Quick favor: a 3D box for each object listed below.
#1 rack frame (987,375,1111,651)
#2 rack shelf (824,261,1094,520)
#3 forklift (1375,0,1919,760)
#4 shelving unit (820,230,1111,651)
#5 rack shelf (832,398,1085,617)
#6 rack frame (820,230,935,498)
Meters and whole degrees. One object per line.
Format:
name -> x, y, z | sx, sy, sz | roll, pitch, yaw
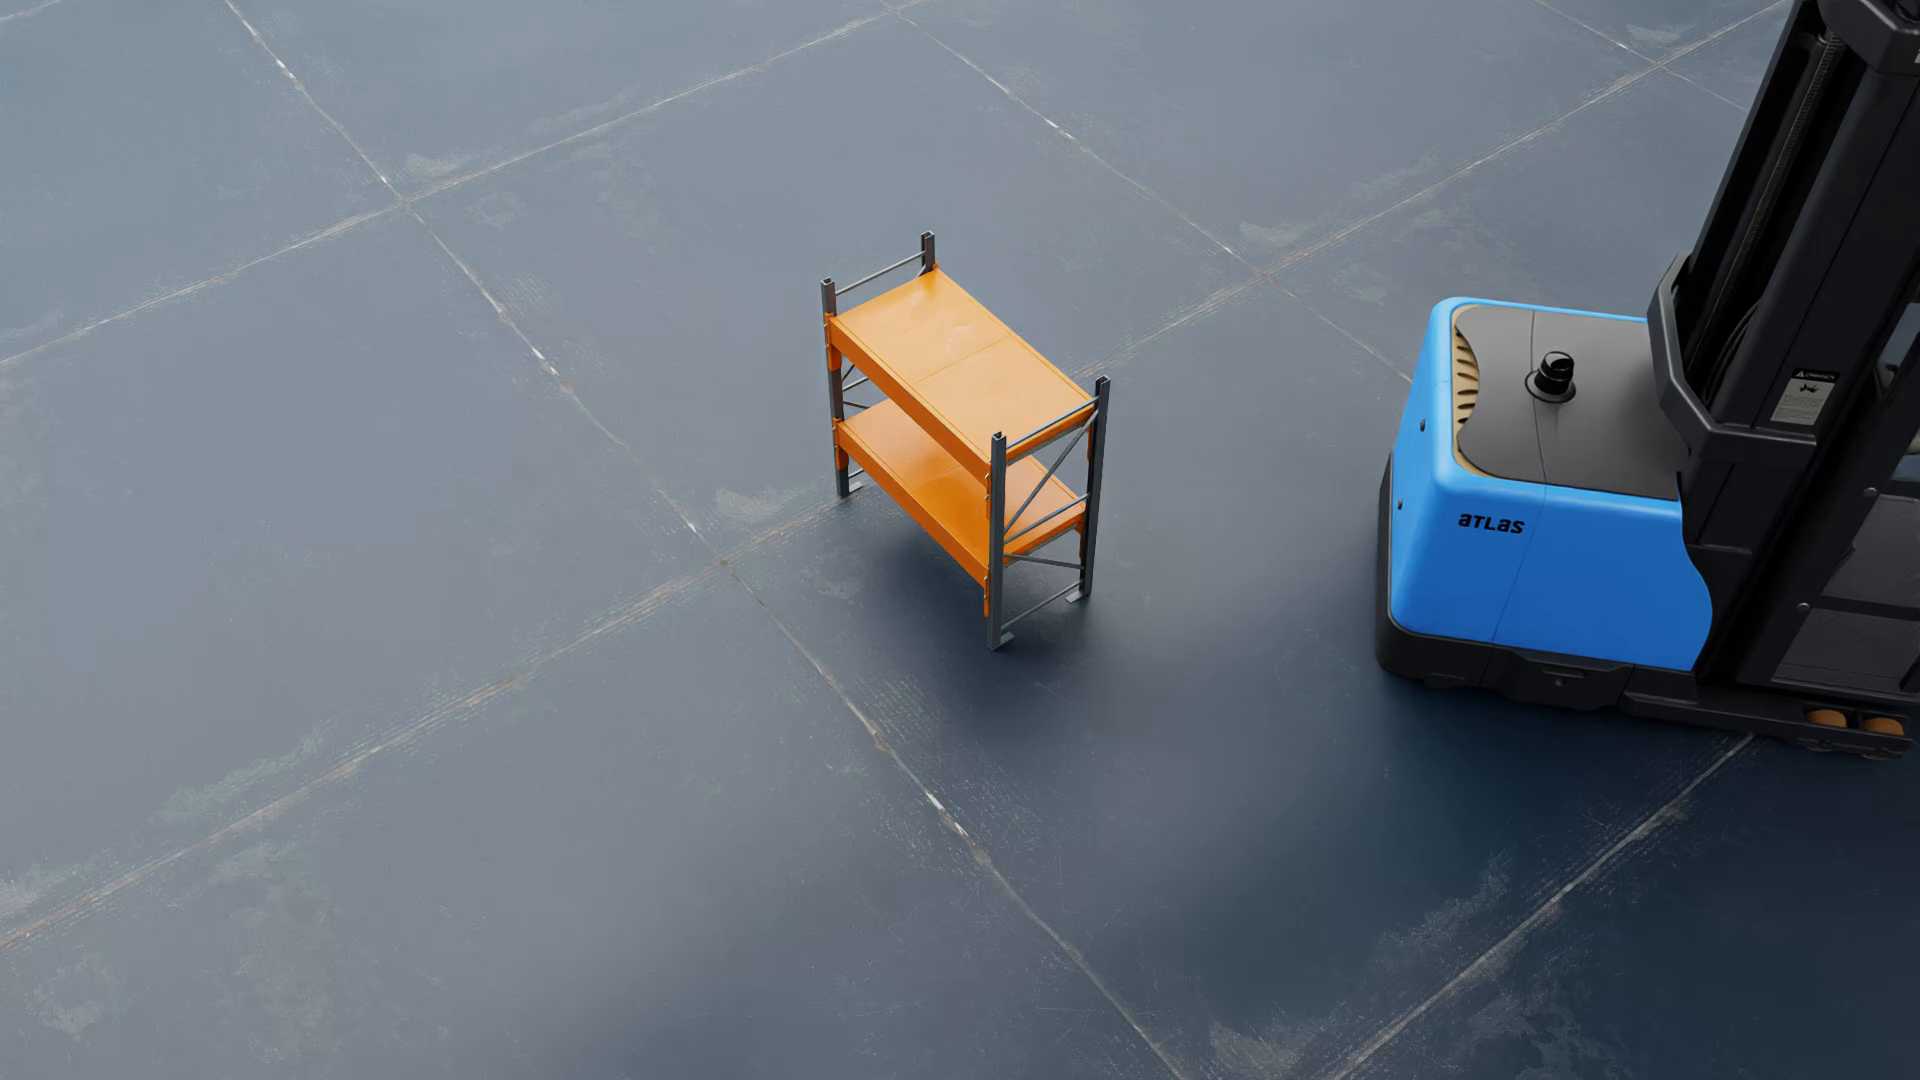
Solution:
rack frame -> 0.312, -0.074, 6.057 | 0.500, 1.125, 0.032 | -29, 54, -24
rack shelf -> 0.004, -0.570, 6.112 | 0.538, 0.278, 1.000 | -29, 54, -24
forklift -> 3.133, -0.618, 5.331 | 3.031, 2.935, 1.130 | 8, 48, 7
shelving unit -> 0.004, -0.374, 6.328 | 0.538, 1.125, 1.048 | -29, 54, -24
rack shelf -> 0.004, -0.210, 6.510 | 0.538, 0.278, 1.000 | -29, 54, -24
rack frame -> -0.304, -0.674, 6.600 | 0.500, 1.125, 0.032 | -29, 54, -24
